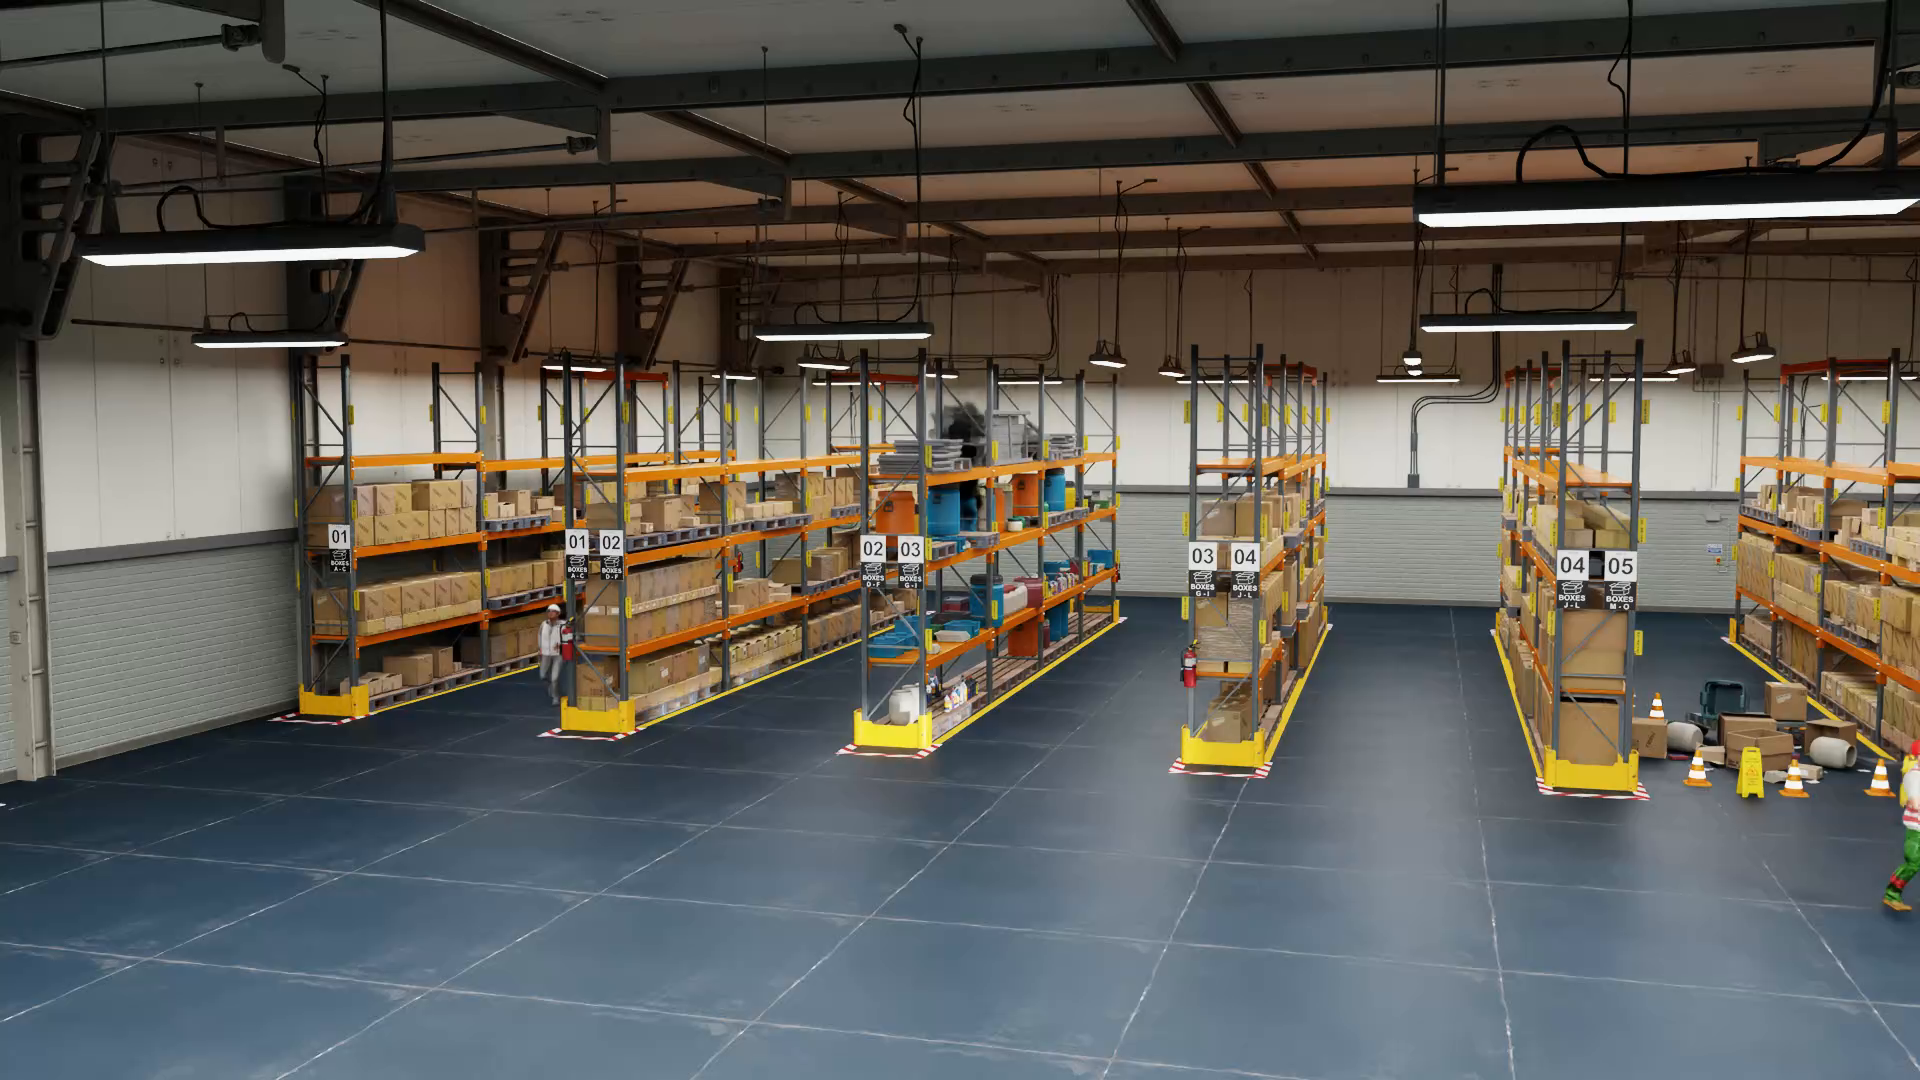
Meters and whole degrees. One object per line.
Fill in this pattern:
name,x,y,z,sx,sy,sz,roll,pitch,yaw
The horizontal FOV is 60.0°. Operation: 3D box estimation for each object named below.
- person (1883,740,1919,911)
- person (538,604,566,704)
person,9.584,2.878,16.480,0.645,1.820,0.735,-3,5,-31
person,-7.050,1.980,28.853,0.688,1.739,0.593,1,4,10
